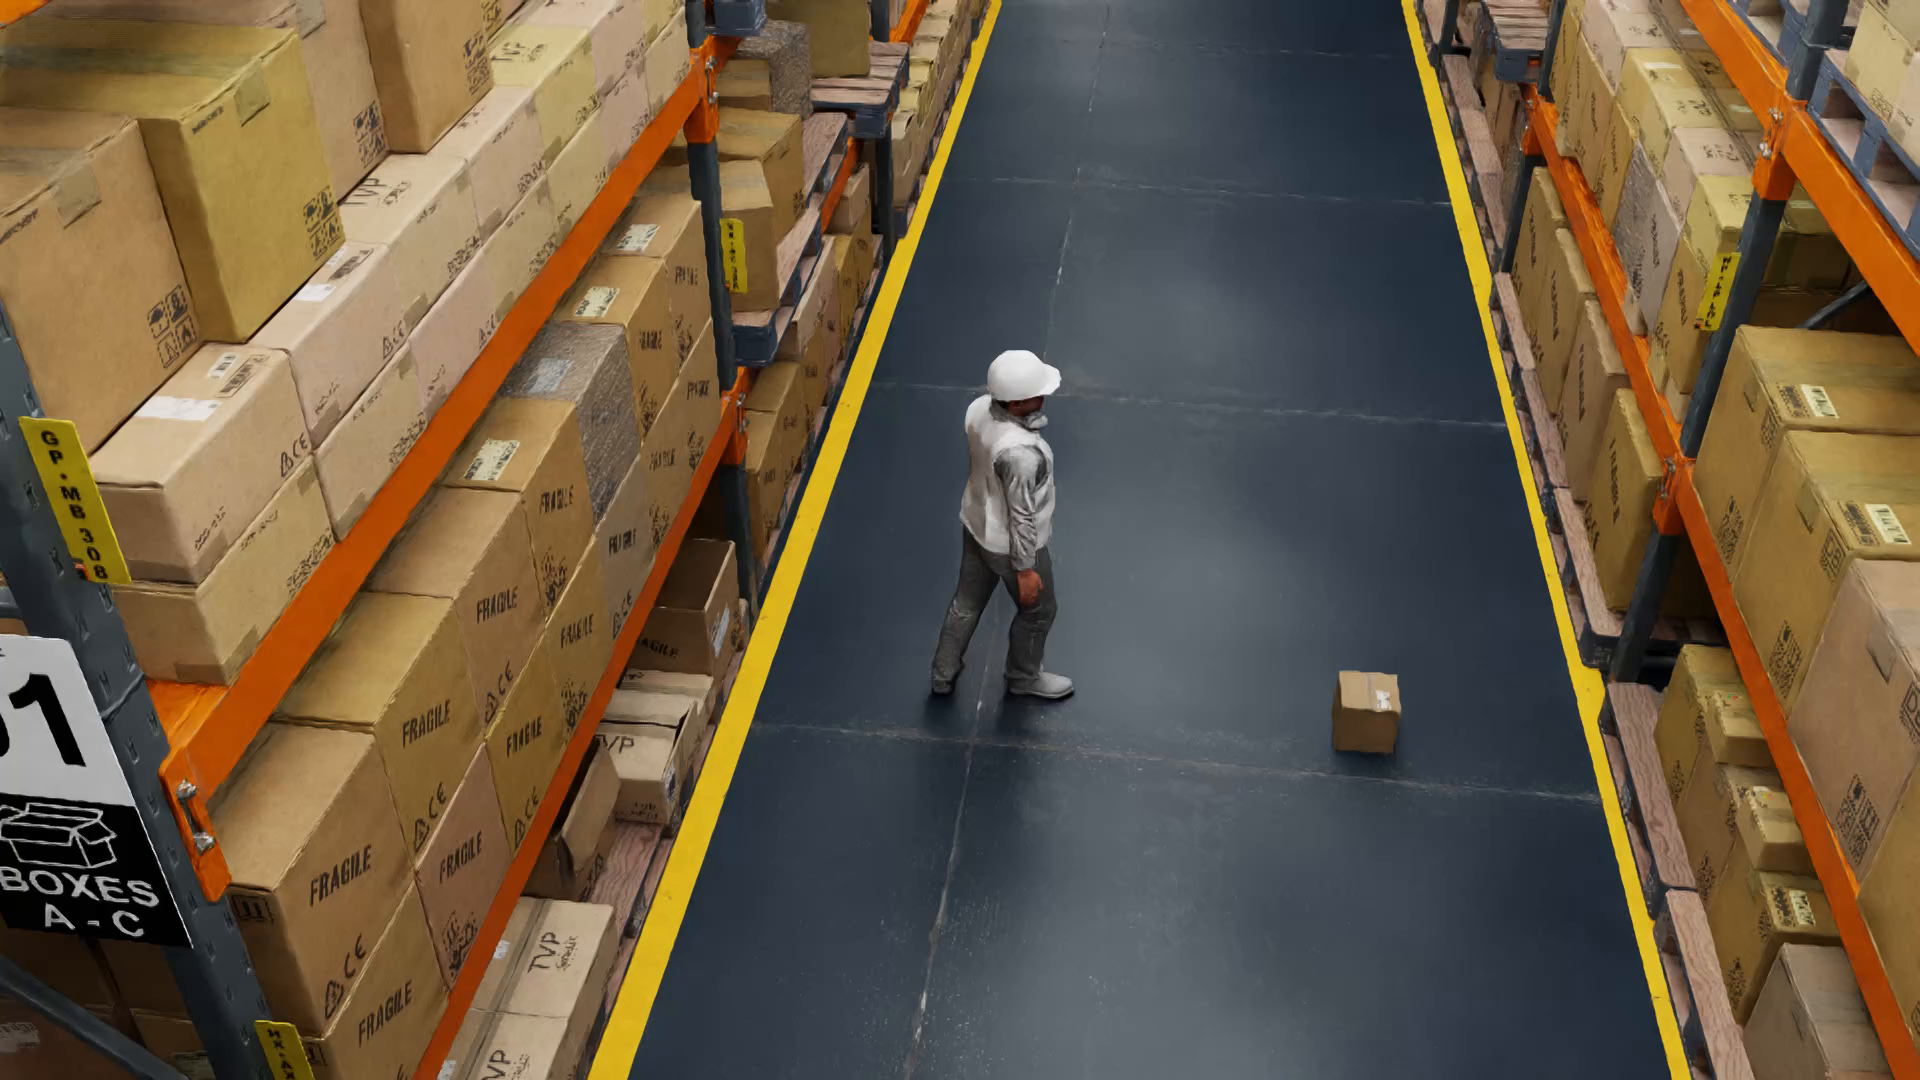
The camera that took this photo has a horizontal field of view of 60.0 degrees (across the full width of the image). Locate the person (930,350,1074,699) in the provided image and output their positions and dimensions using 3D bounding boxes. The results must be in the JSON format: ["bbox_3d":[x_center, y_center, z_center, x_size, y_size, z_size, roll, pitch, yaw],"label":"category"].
[{"bbox_3d":[0.187,-0.028,7.061,0.606,1.766,0.629,-15,39,-20],"label":"person"}]
